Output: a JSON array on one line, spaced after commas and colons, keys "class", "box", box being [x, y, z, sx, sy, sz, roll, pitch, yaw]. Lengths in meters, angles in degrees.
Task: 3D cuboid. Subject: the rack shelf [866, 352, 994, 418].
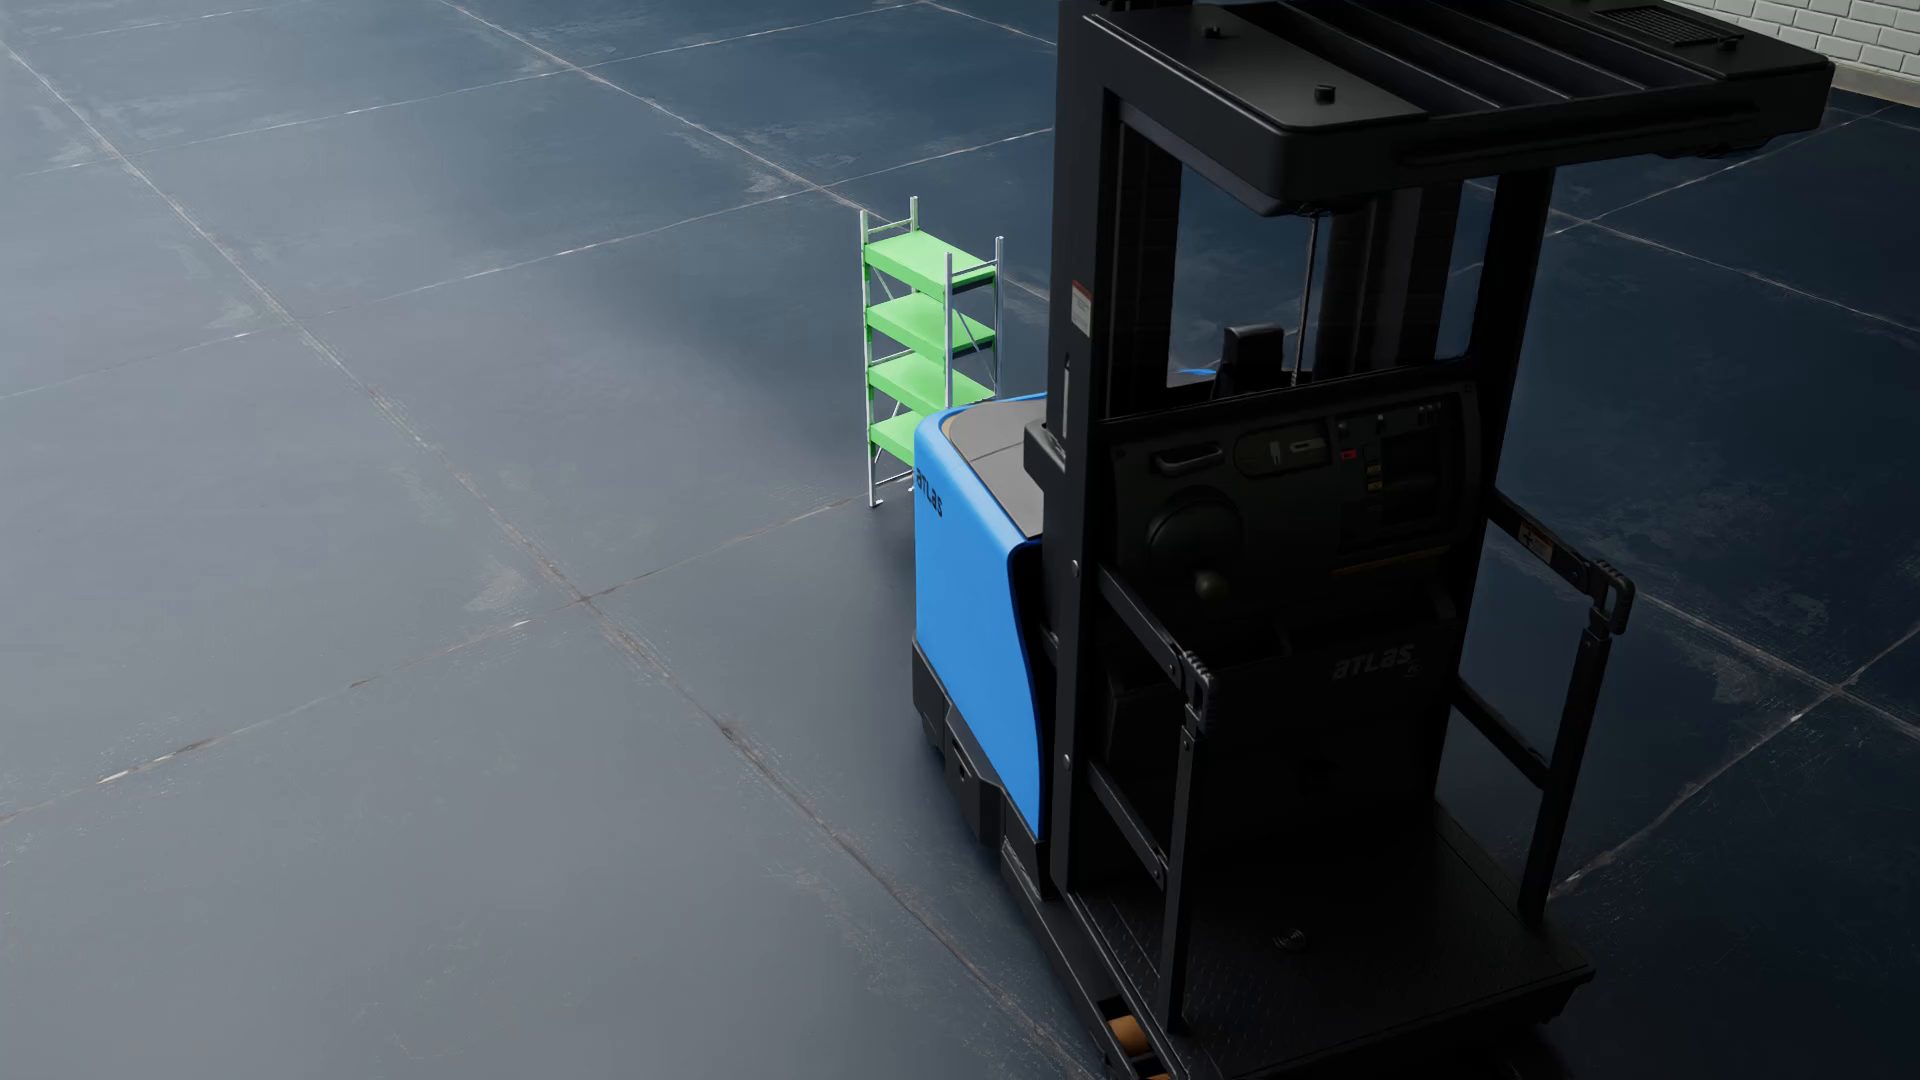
[{"class": "rack shelf", "box": [-0.101, -0.524, 6.078, 0.258, 0.148, 0.480, -22, 38, -31]}]

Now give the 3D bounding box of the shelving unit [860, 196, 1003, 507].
[{"class": "shelving unit", "box": [-0.101, -0.579, 6.045, 0.258, 1.200, 0.503, -22, 38, -31]}]

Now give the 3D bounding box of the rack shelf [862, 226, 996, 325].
[{"class": "rack shelf", "box": [-0.101, -0.932, 5.825, 0.258, 0.148, 0.480, -22, 38, -31]}]

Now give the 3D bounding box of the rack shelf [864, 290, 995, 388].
[{"class": "rack shelf", "box": [-0.101, -0.728, 5.952, 0.258, 0.148, 0.480, -22, 38, -31]}]

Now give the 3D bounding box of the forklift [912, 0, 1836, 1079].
[{"class": "forklift", "box": [0.843, -0.061, 3.570, 1.130, 2.935, 3.031, -11, 34, -17]}]

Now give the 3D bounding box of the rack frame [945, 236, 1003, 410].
[{"class": "rack frame", "box": [0.048, -0.477, 5.881, 0.240, 1.200, 0.015, -22, 38, -31]}]

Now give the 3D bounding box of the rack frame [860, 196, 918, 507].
[{"class": "rack frame", "box": [-0.251, -0.680, 6.208, 0.240, 1.200, 0.015, -22, 38, -31]}]

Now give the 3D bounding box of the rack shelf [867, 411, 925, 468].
[{"class": "rack shelf", "box": [-0.101, -0.321, 6.205, 0.258, 0.148, 0.480, -22, 38, -31]}]
